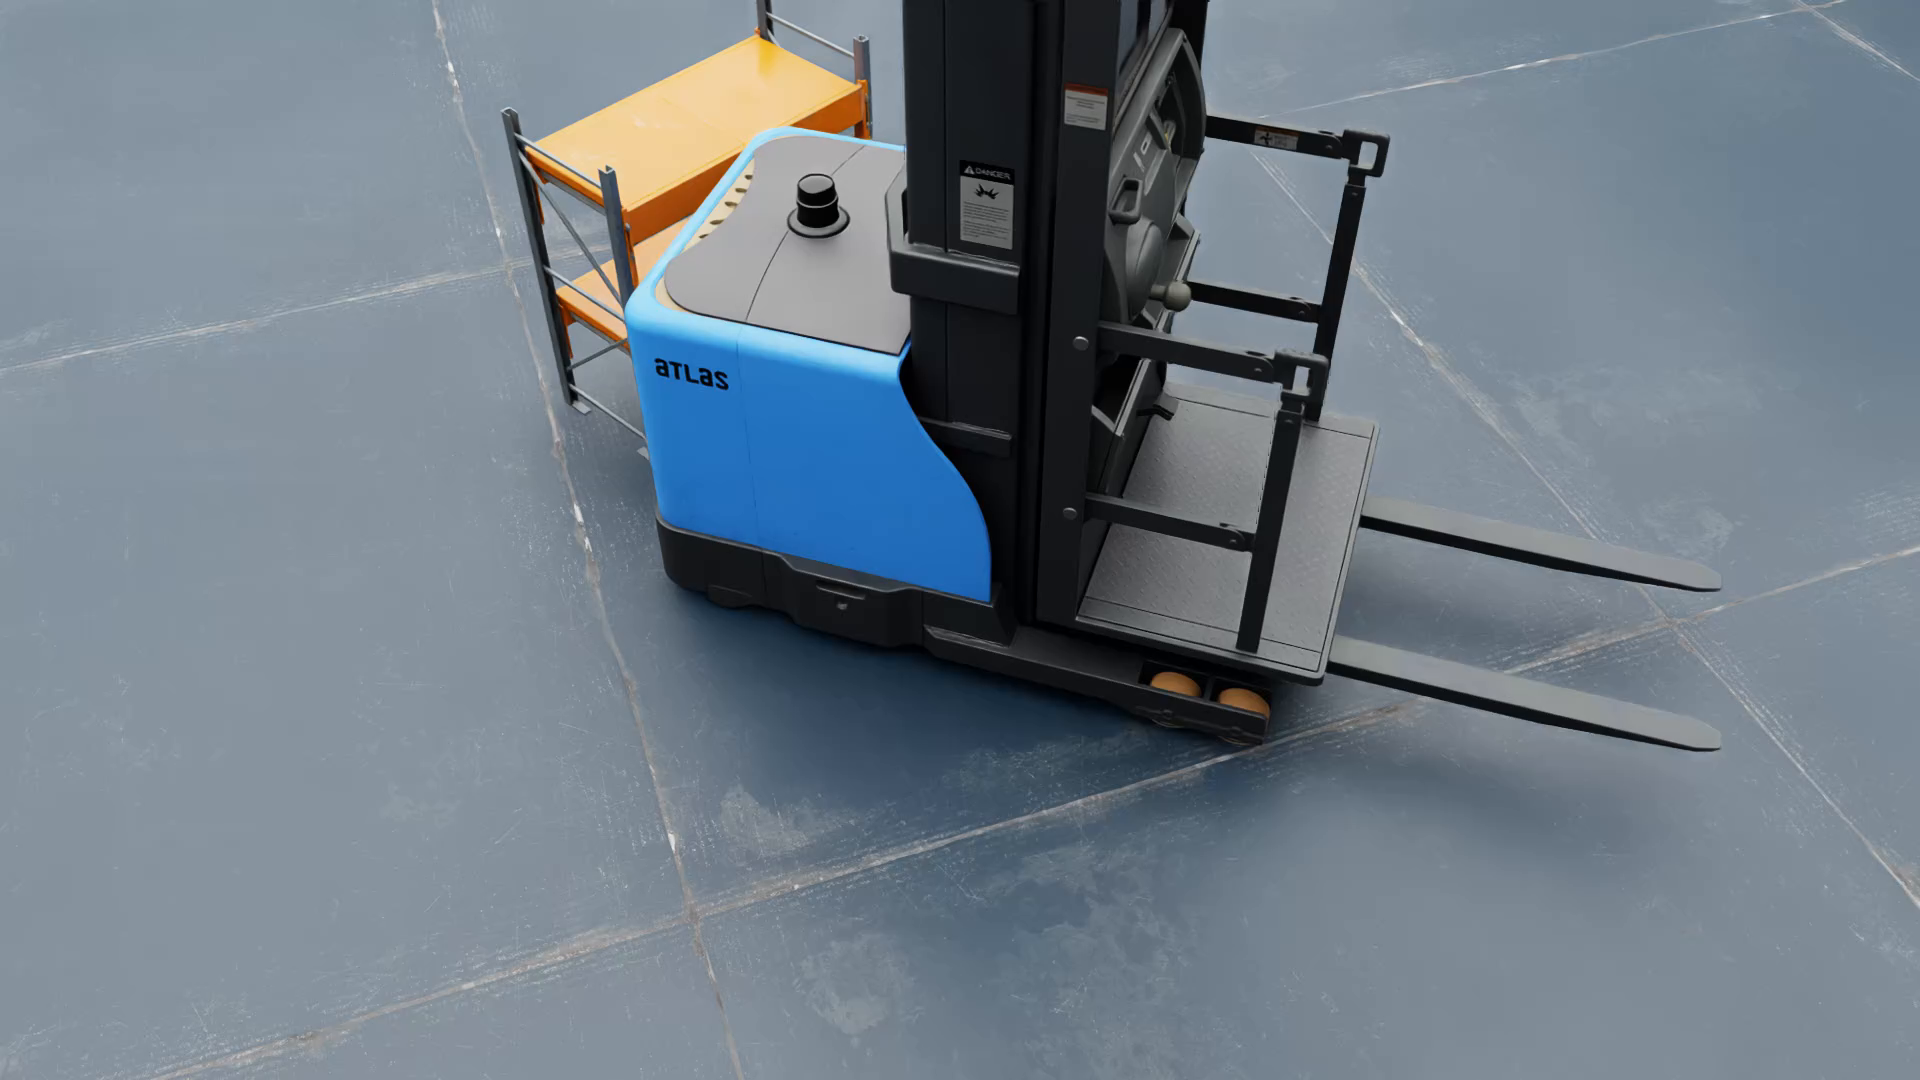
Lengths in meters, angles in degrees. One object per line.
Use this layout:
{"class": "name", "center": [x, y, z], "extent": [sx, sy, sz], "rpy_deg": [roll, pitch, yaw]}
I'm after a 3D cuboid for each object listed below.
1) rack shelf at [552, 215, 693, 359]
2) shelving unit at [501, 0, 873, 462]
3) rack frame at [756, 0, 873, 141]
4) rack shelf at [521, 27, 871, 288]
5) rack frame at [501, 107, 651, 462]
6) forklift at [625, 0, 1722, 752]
{"class": "rack shelf", "center": [-0.824, -0.856, 5.654], "extent": [0.538, 0.278, 1.000], "rpy_deg": [33, 54, 29]}
{"class": "shelving unit", "center": [-0.824, -1.029, 5.481], "extent": [0.538, 1.125, 1.048], "rpy_deg": [33, 54, 29]}
{"class": "rack frame", "center": [-0.480, -1.293, 5.745], "extent": [0.500, 1.125, 0.032], "rpy_deg": [33, 54, 29]}
{"class": "rack shelf", "center": [-0.824, -1.235, 5.274], "extent": [0.538, 0.278, 1.000], "rpy_deg": [33, 54, 29]}
{"class": "rack frame", "center": [-1.169, -0.764, 5.217], "extent": [0.500, 1.125, 0.032], "rpy_deg": [33, 54, 29]}
{"class": "forklift", "center": [0.672, -0.884, 4.062], "extent": [3.031, 2.935, 1.130], "rpy_deg": [13, 47, 13]}
